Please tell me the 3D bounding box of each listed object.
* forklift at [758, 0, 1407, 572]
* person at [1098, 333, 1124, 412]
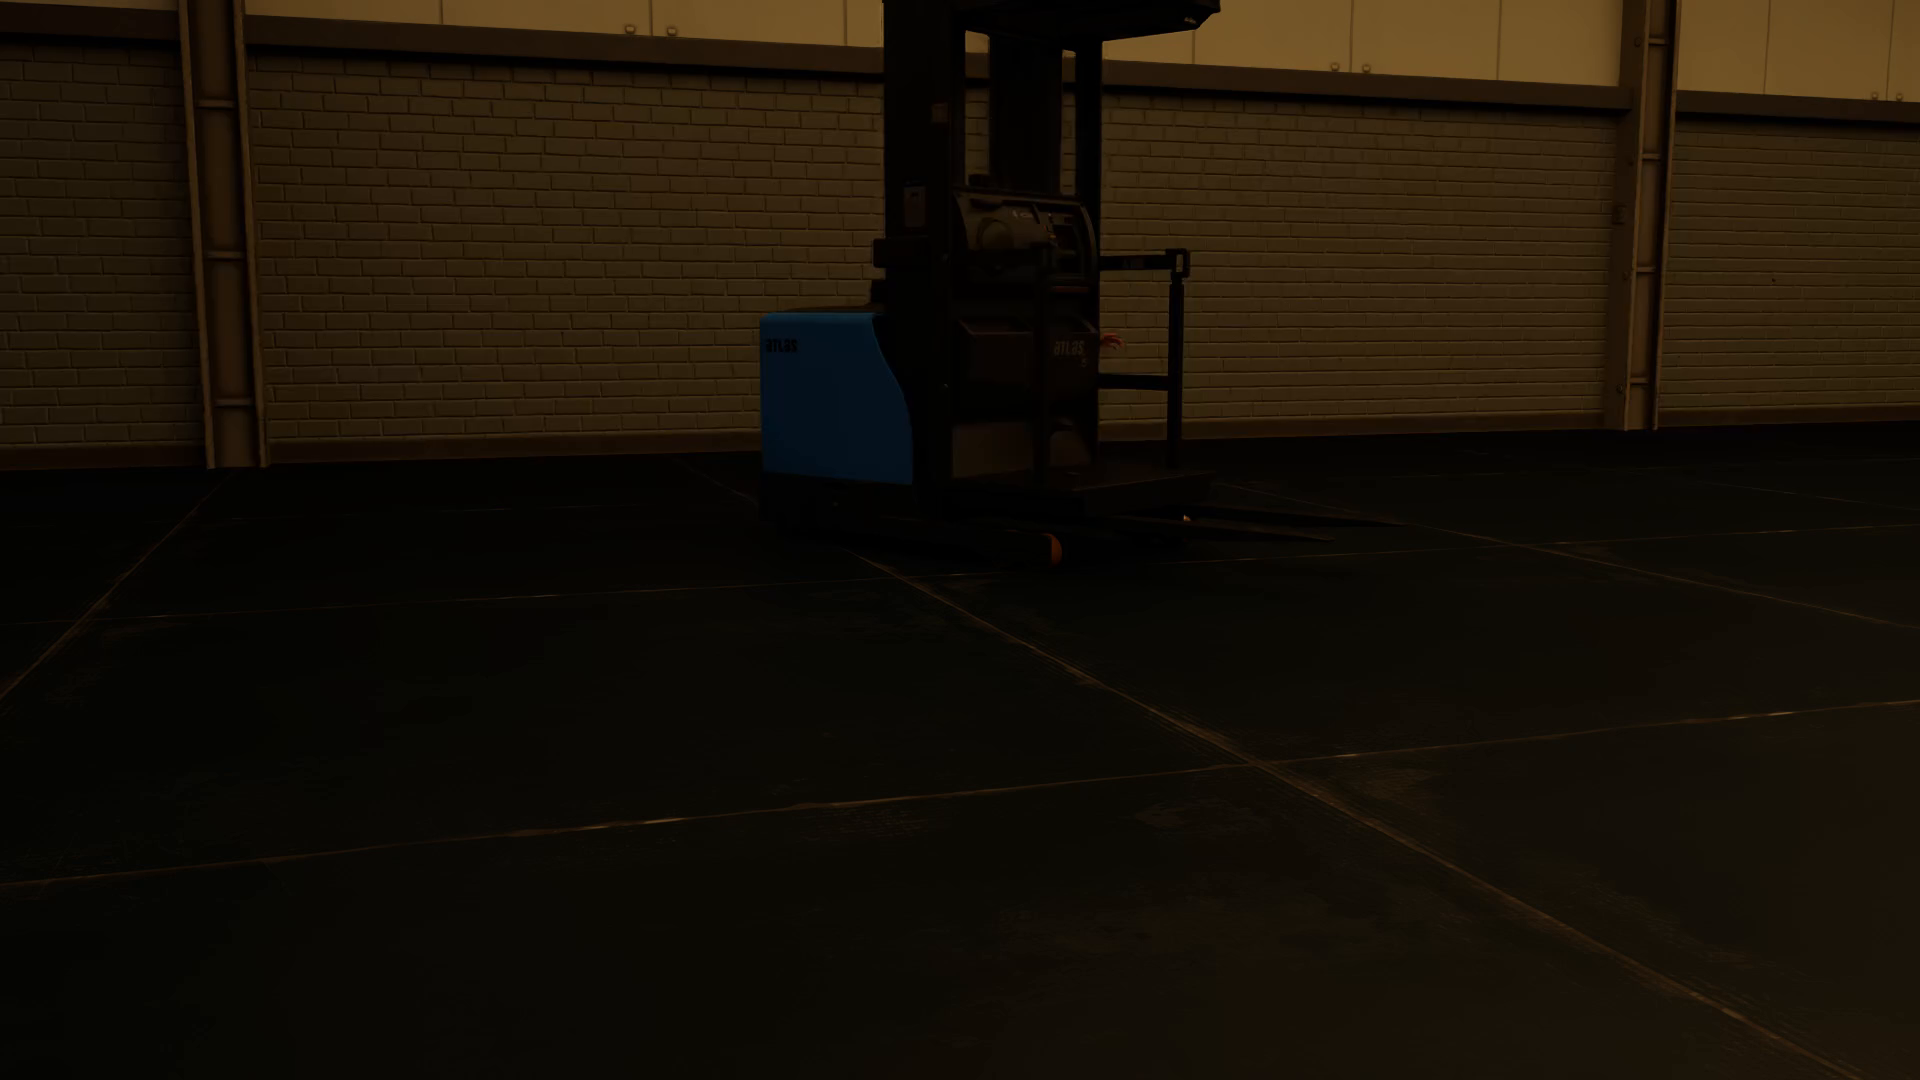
[{"bbox_3d":[0.461,-1.398,7.330,3.031,2.935,1.130,7,10,41],"label":"forklift"},{"bbox_3d":[0.722,-1.138,10.503,0.800,1.585,0.784,-4,9,-25],"label":"person"}]
